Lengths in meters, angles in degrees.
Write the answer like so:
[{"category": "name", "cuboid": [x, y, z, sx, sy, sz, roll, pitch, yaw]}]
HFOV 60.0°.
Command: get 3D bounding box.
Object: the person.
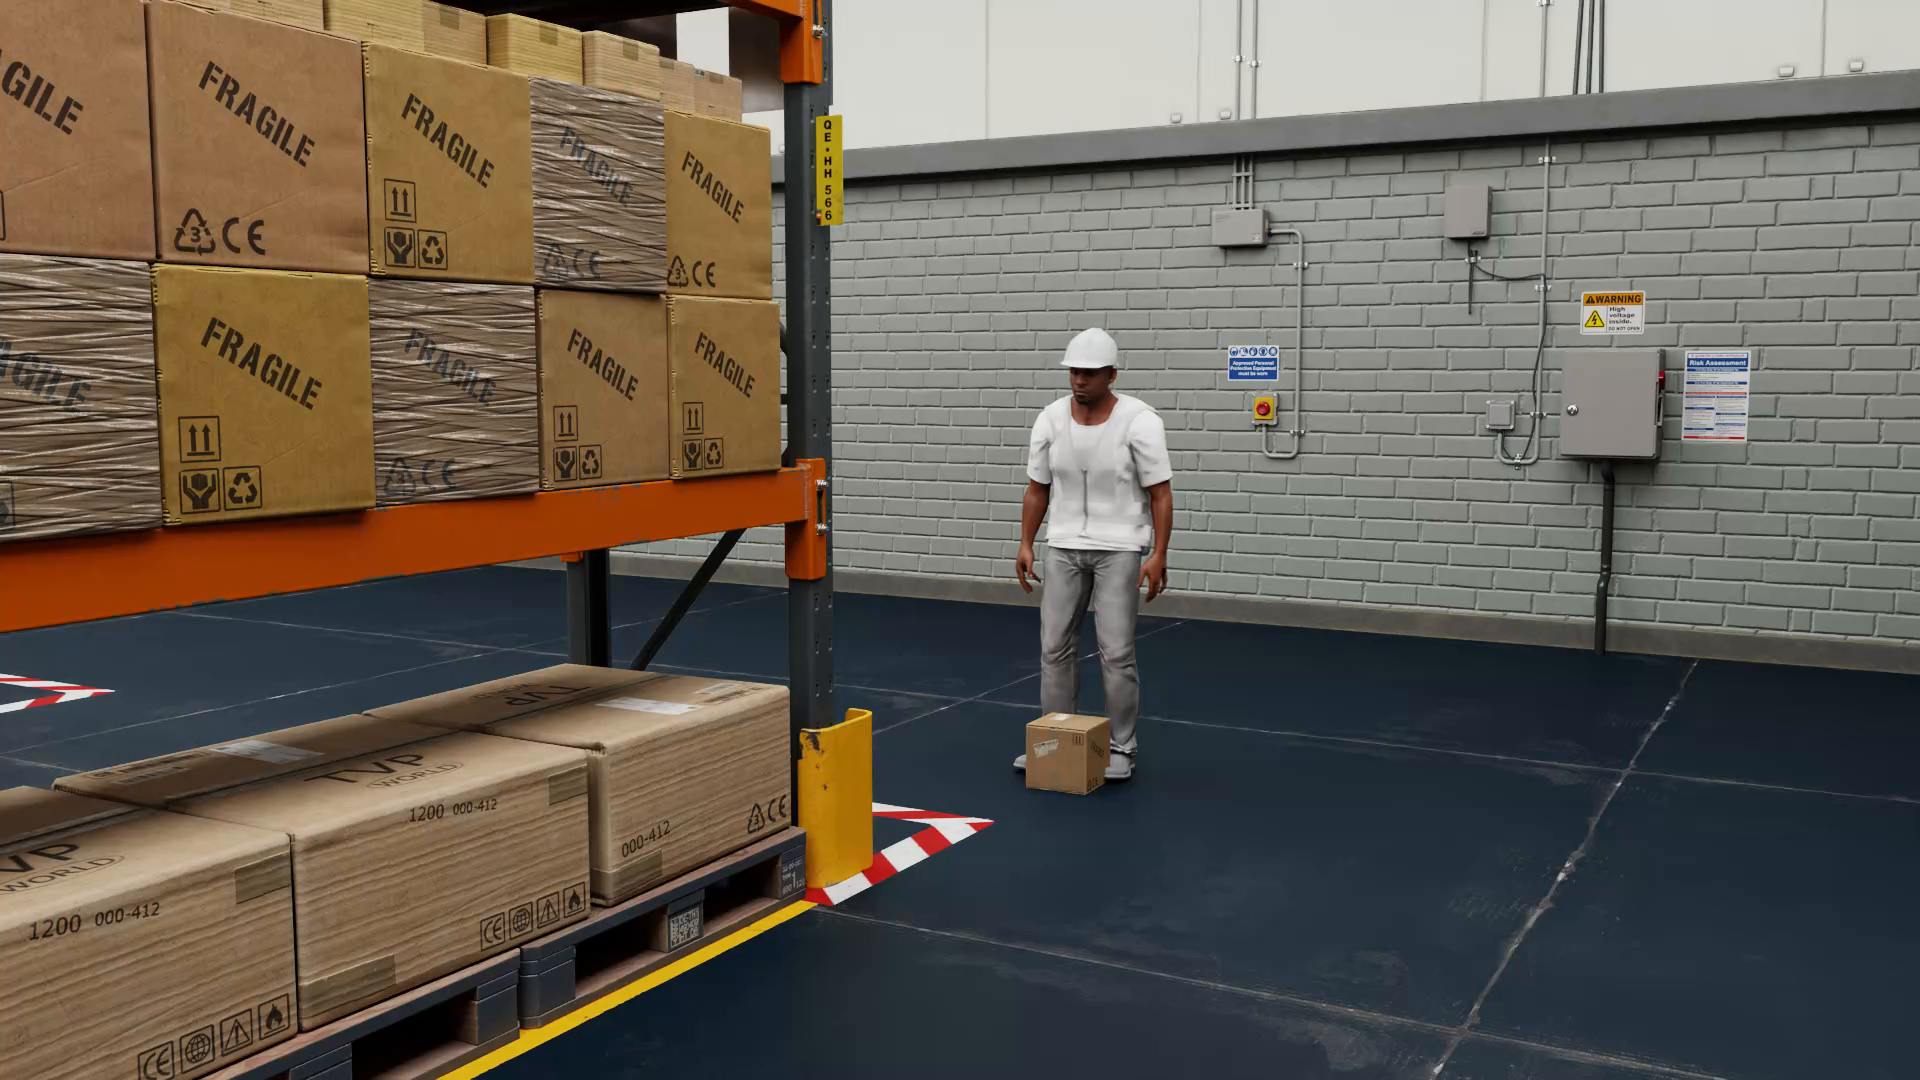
[{"category": "person", "cuboid": [0.517, 0.053, 6.544, 0.634, 1.760, 0.463, 3, 7, 28]}]
